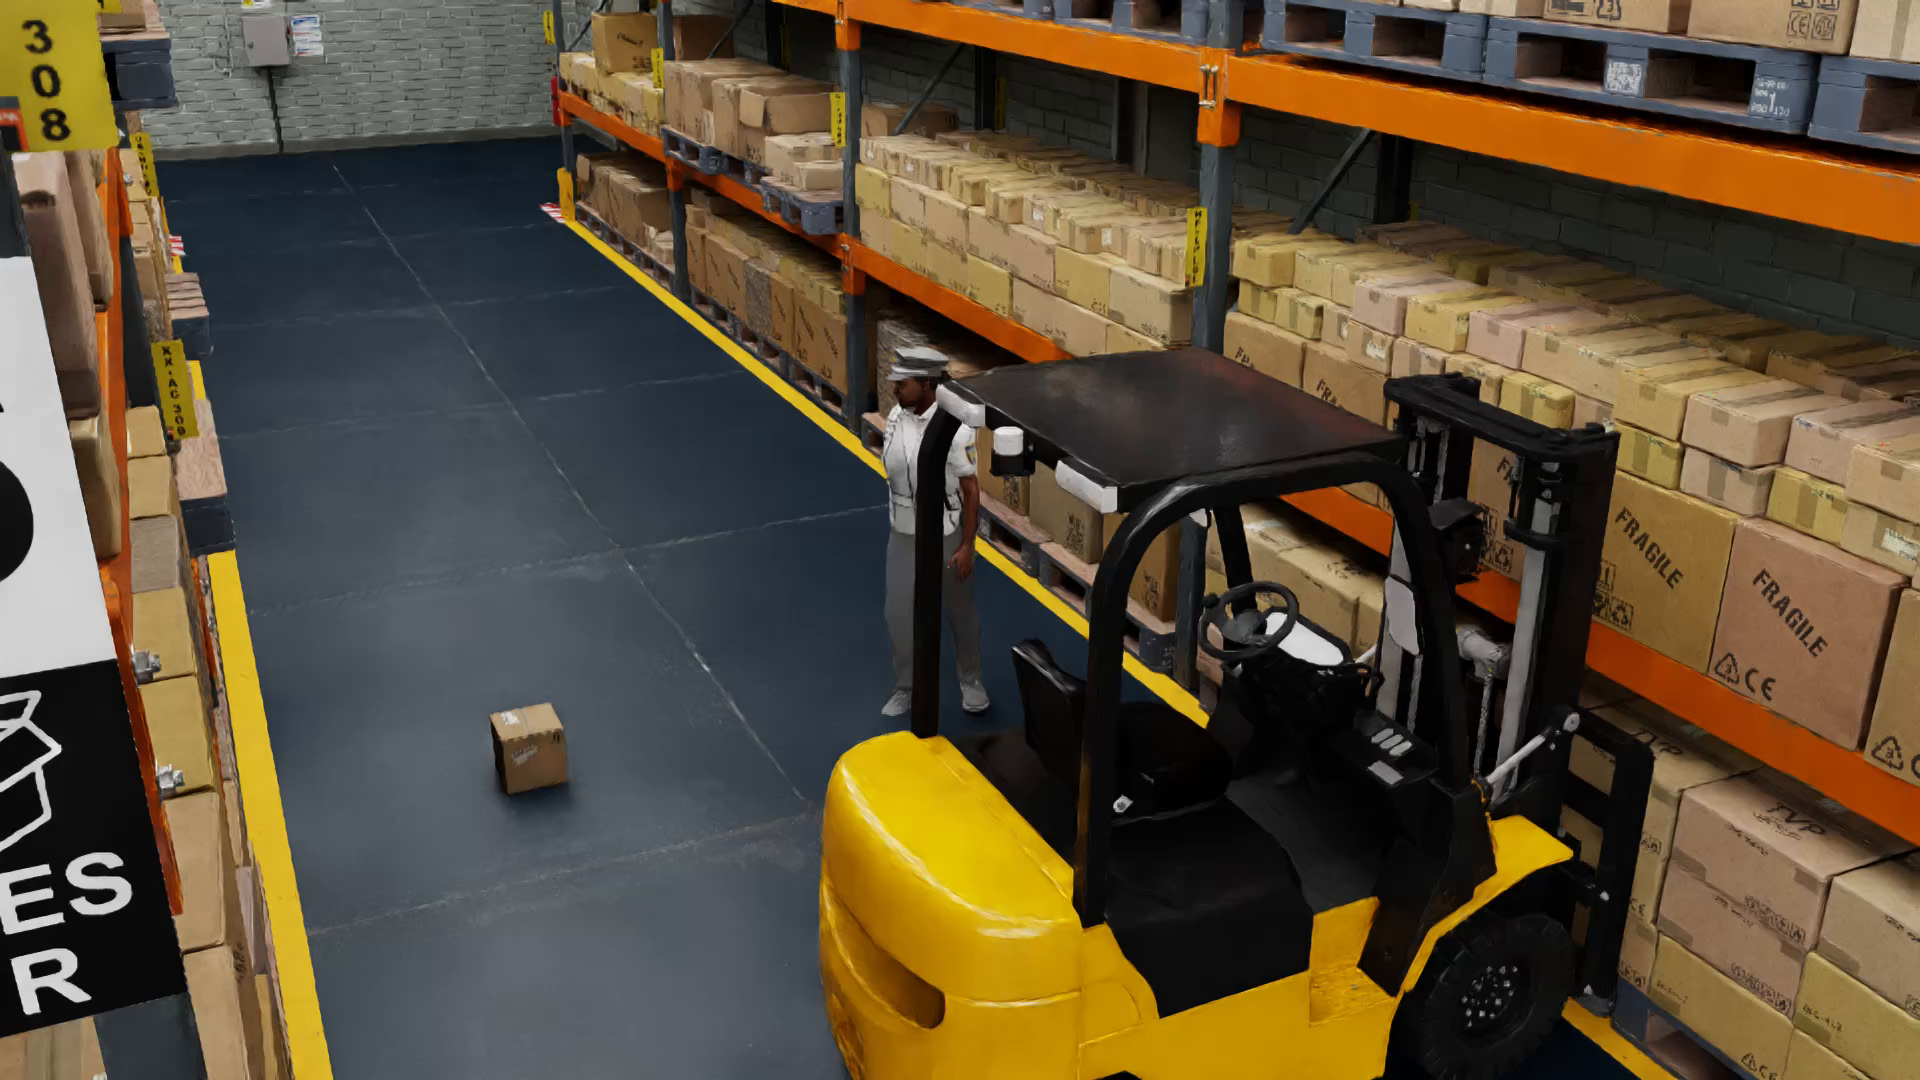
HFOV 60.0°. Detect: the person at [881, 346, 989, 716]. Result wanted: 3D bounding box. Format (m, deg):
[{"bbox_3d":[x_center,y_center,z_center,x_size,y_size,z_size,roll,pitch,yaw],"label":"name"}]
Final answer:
[{"bbox_3d":[-0.108,-0.009,7.167,0.488,1.725,0.445,12,25,26],"label":"person"}]
